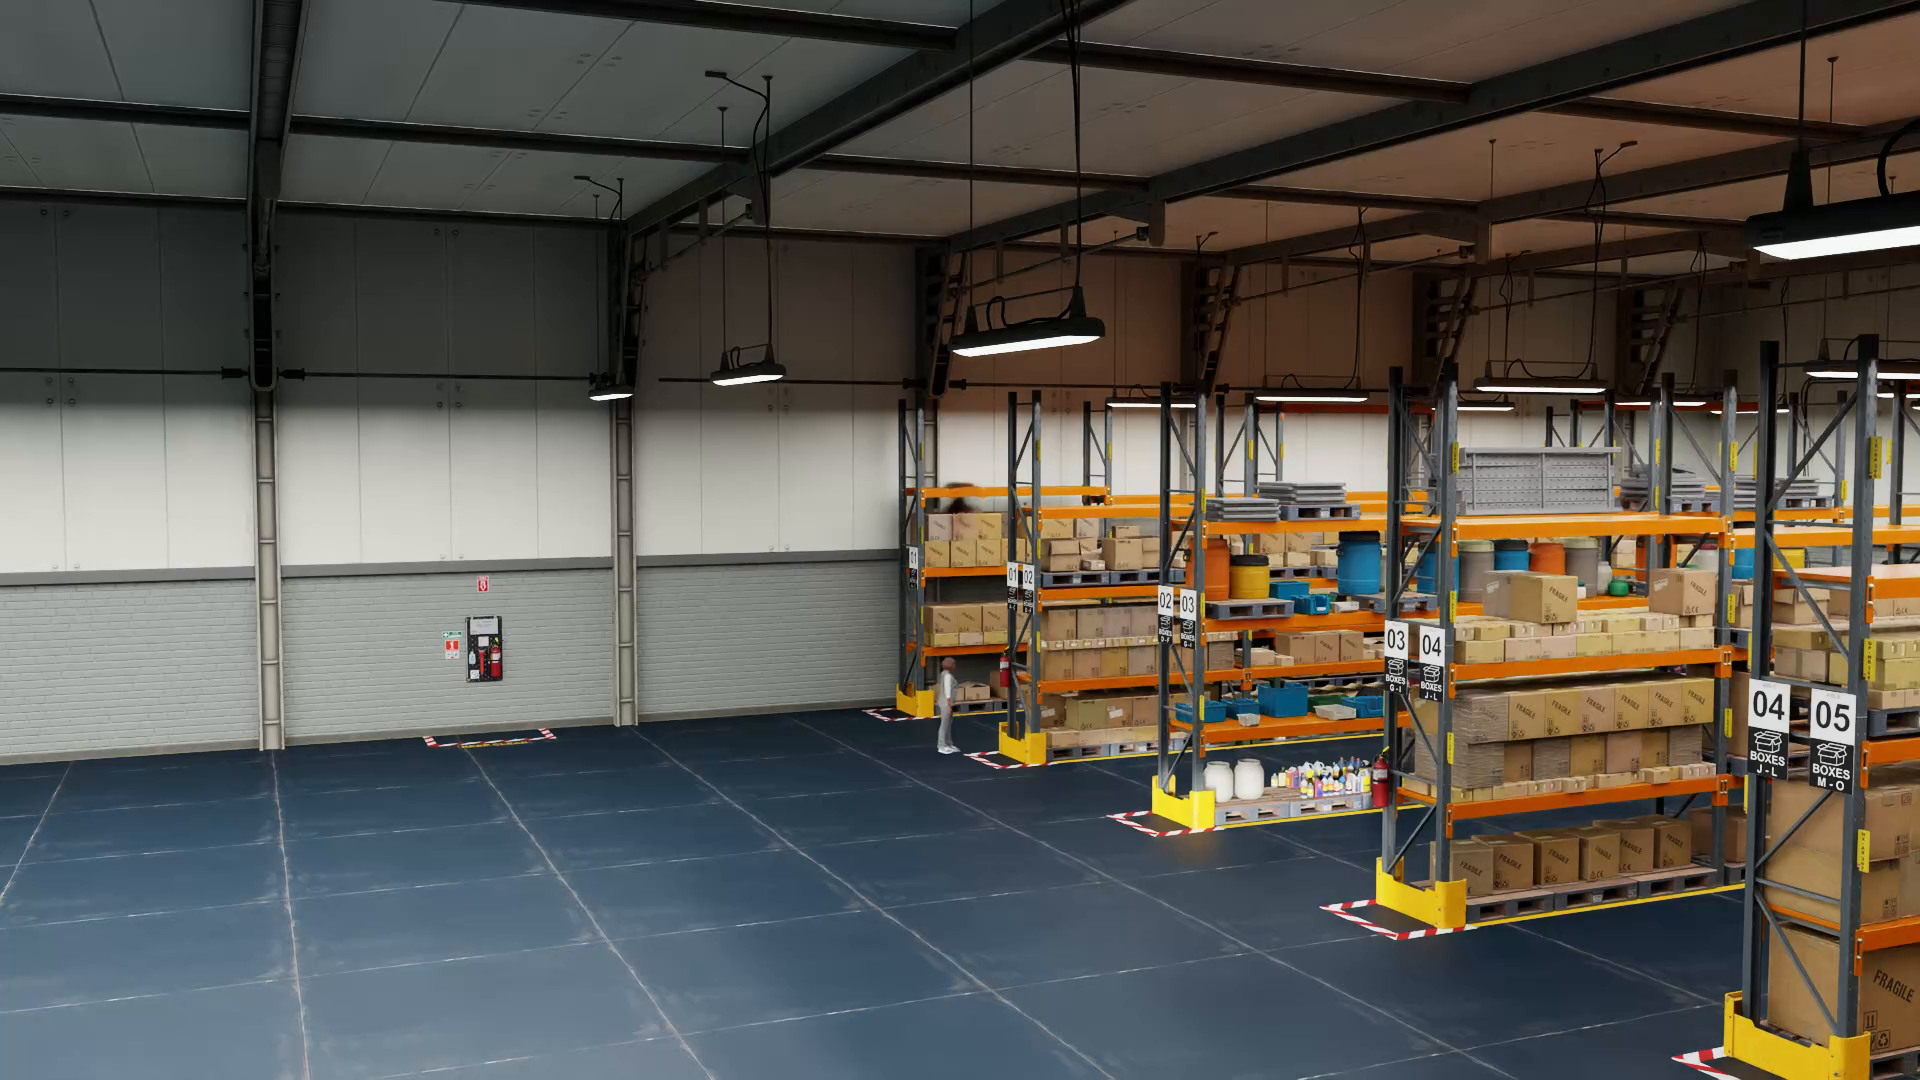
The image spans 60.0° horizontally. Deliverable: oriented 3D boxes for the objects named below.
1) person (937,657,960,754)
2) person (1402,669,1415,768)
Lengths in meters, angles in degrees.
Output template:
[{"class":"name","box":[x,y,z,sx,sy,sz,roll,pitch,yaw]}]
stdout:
[{"class":"person","box":[-0.188,2.748,27.646,0.388,1.614,0.438,0,3,-2]},{"class":"person","box":[7.122,2.786,26.462,0.665,1.630,0.509,-2,4,-25]}]
